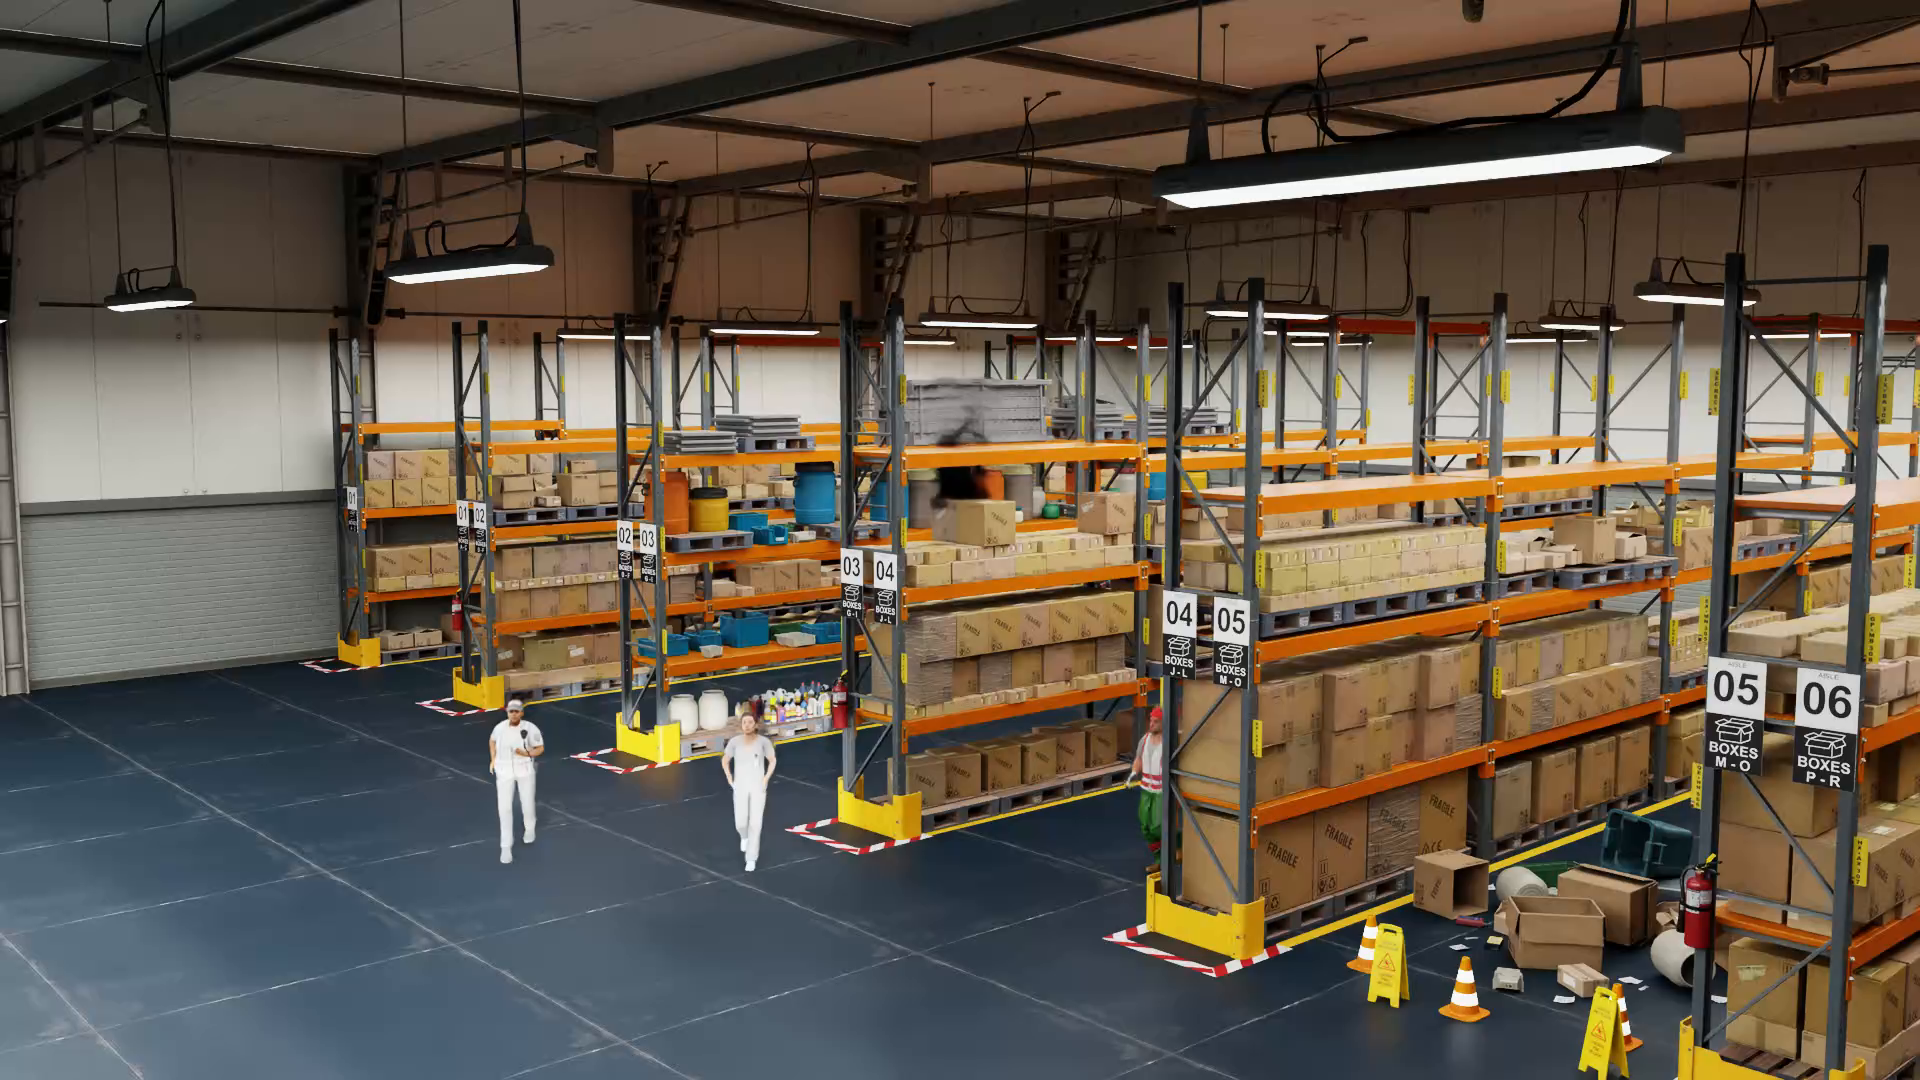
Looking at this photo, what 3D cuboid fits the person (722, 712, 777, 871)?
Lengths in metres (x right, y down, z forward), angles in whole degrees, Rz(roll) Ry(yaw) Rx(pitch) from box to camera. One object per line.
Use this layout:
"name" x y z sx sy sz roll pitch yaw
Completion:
"person" -2.232 2.629 17.611 0.579 1.645 0.629 0 6 -2

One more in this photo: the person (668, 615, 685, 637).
"person" -5.430 1.215 31.013 0.666 1.847 0.904 4 7 34

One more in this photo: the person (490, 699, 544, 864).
"person" -4.787 2.548 17.951 0.598 1.676 0.901 -1 6 -9

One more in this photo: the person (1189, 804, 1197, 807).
"person" 2.767 2.498 18.253 0.642 1.768 0.776 3 7 30

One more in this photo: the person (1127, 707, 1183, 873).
"person" 2.065 2.596 17.221 0.624 1.742 0.707 -6 8 -45
